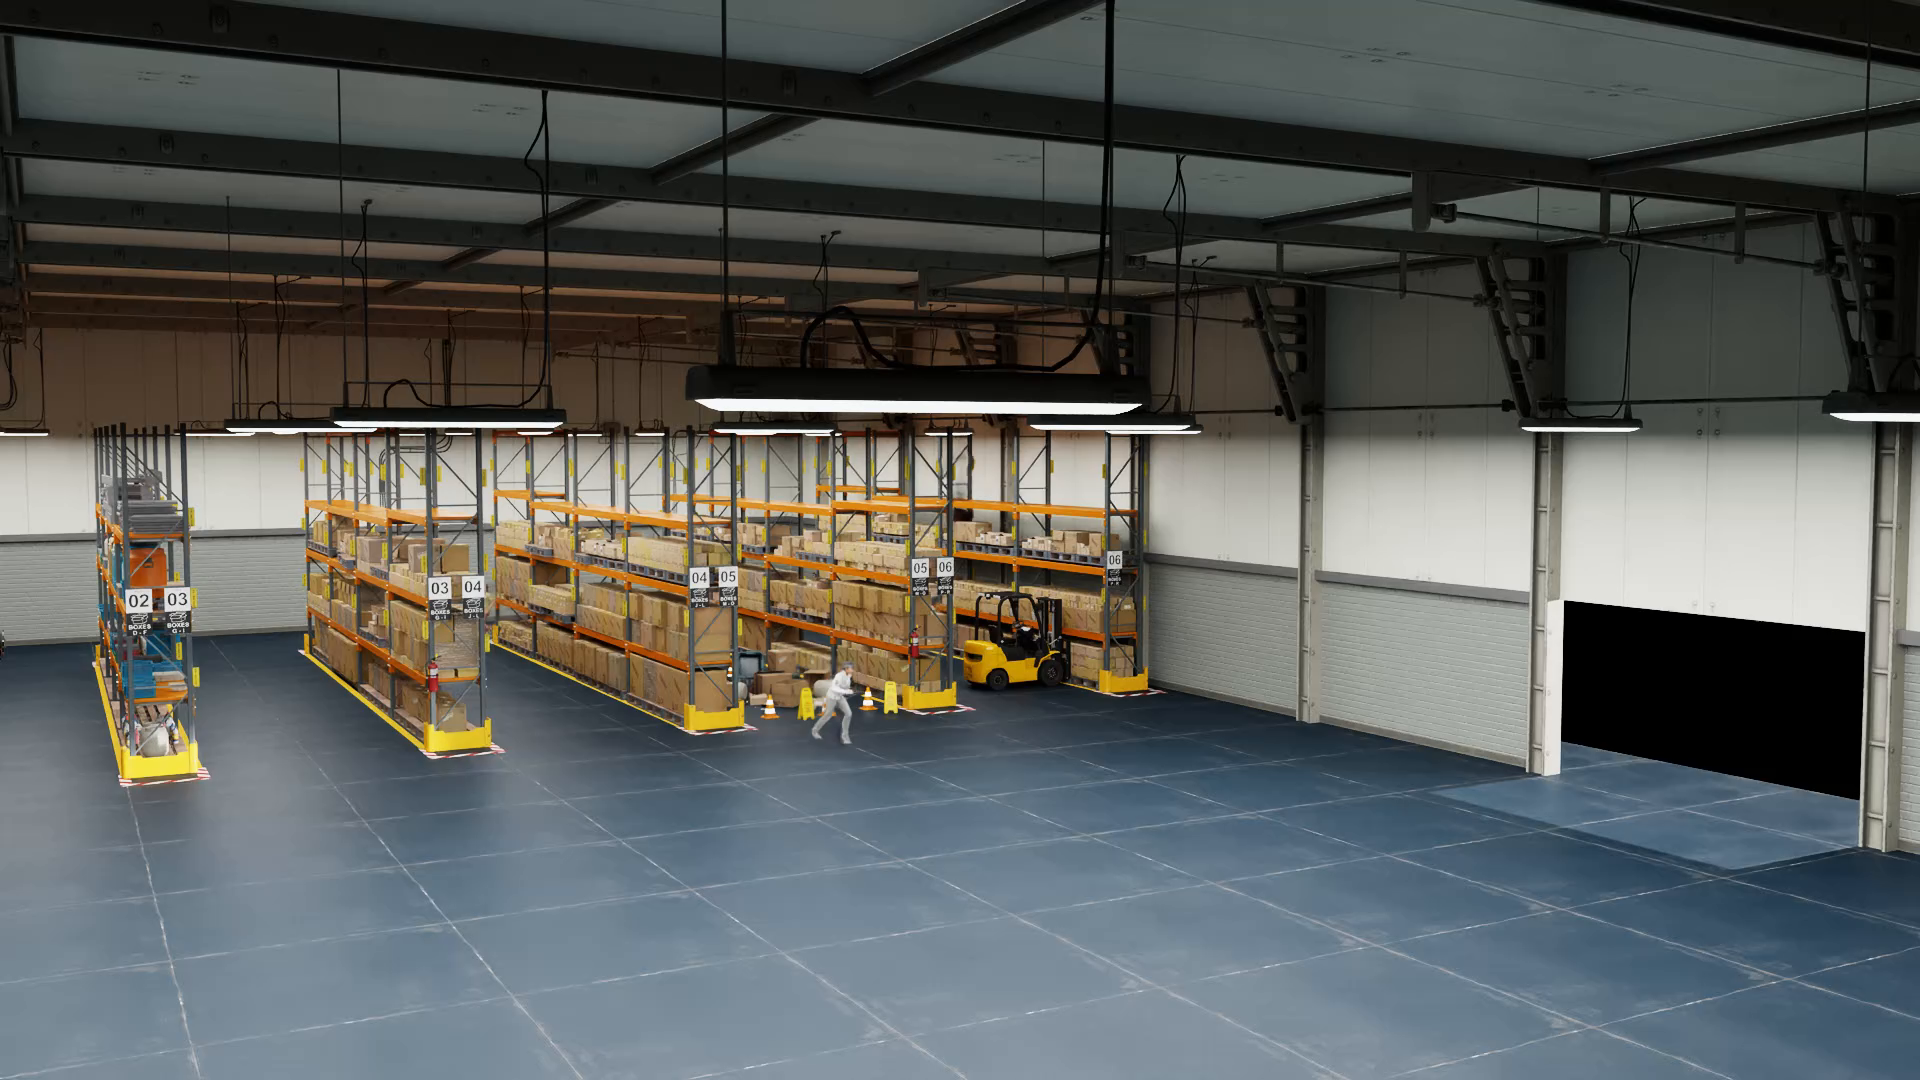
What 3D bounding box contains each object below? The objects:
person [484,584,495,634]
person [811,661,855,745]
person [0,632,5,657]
[{"bbox_3d":[-13.611,2.057,47.469,0.525,1.606,0.631,-3,5,-43],"label":"person"},{"bbox_3d":[-2.387,3.059,31.399,0.951,1.621,0.652,2,4,27],"label":"person"},{"bbox_3d":[-21.896,2.620,37.509,0.659,1.680,0.579,-2,4,-34],"label":"person"}]
